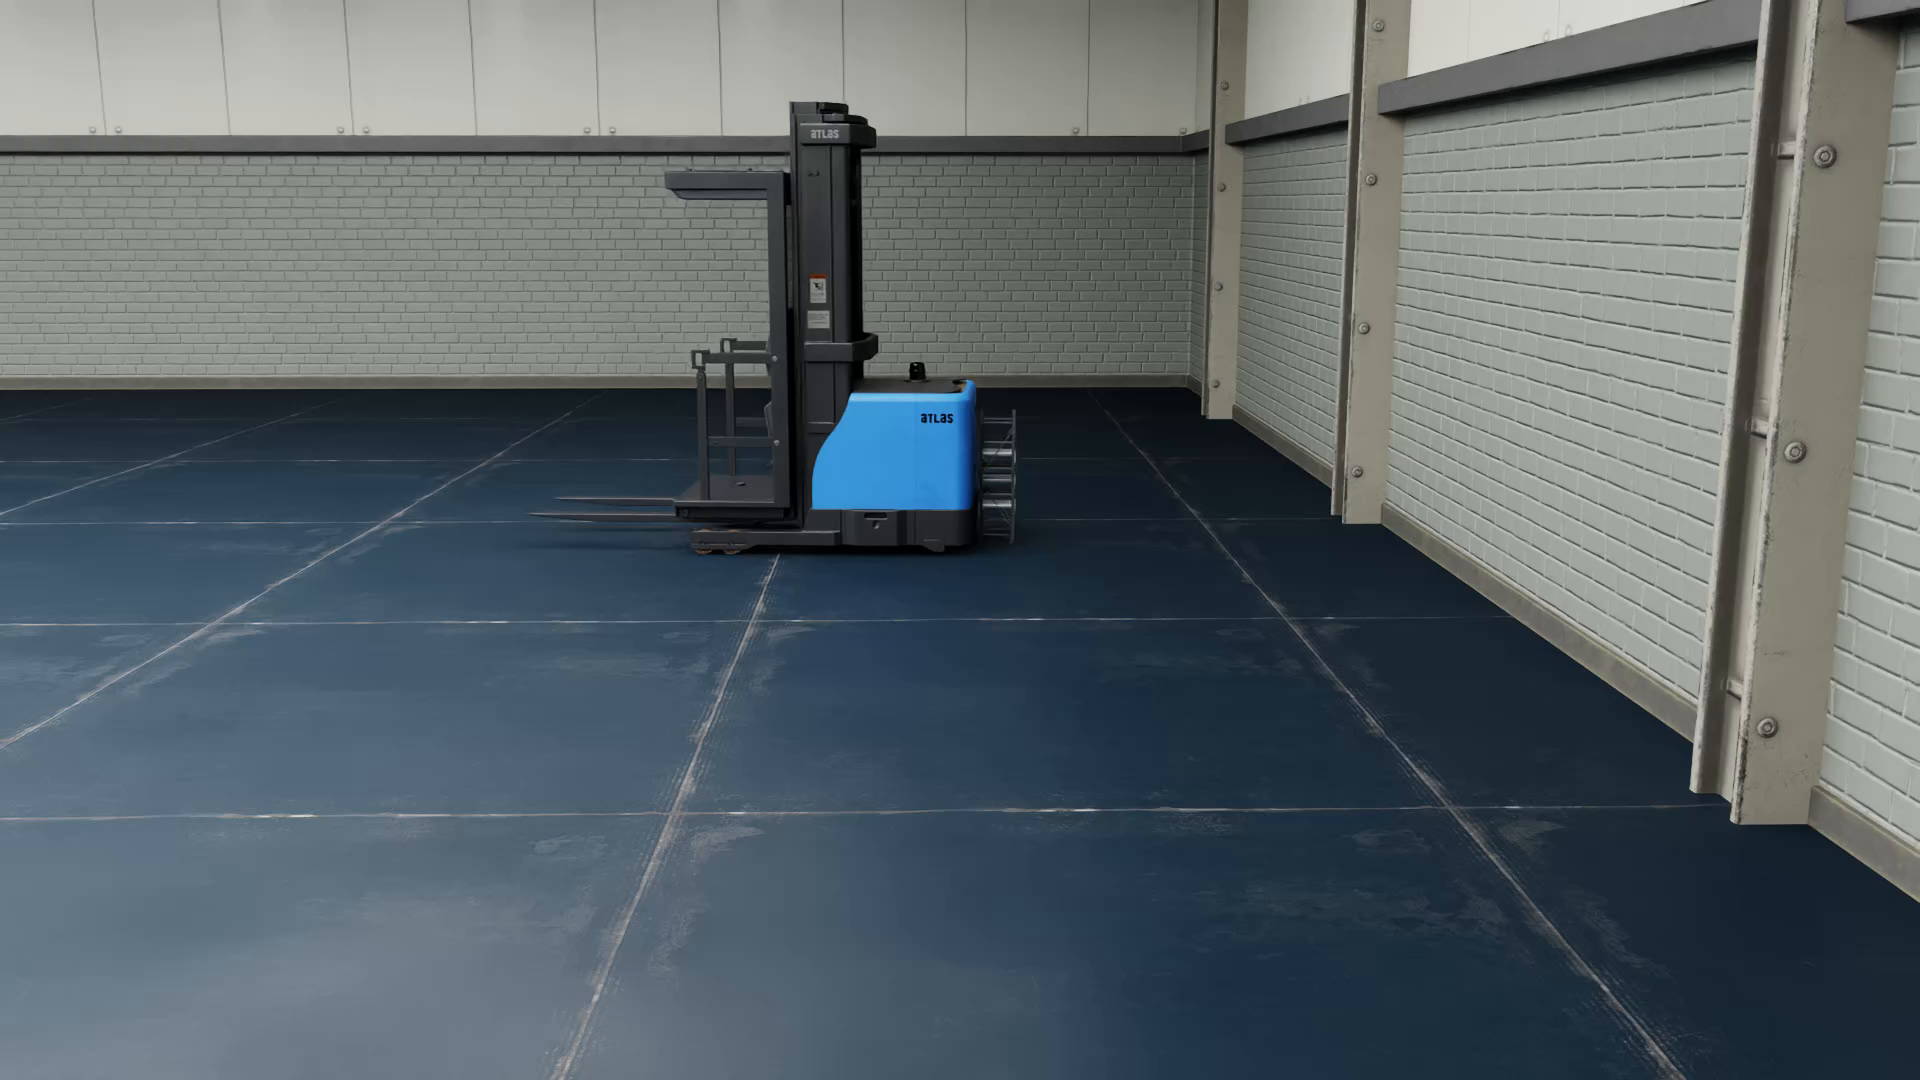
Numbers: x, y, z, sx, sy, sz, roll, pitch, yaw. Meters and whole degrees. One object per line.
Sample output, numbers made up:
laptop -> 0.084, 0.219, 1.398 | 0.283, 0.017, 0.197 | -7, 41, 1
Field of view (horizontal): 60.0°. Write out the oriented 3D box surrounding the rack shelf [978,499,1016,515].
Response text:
rack shelf -> 0.257, -0.229, 11.495 | 0.258, 0.077, 0.200 | 1, 11, 3

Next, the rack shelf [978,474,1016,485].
rack shelf -> 0.258, -0.406, 11.460 | 0.258, 0.077, 0.200 | 1, 11, 3

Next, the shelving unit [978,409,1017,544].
shelving unit -> 0.258, -0.438, 11.453 | 0.258, 0.900, 0.210 | 1, 11, 3

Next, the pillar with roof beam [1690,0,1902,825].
pillar with roof beam -> -1.227, -3.360, 5.487 | 9.100, 9.000, 0.400 | 0, 11, -1

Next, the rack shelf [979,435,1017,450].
rack shelf -> 0.259, -0.670, 11.406 | 0.258, 0.077, 0.200 | 1, 11, 3

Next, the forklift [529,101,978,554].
forklift -> -1.405, -1.445, 11.308 | 3.031, 2.935, 1.130 | 1, 11, 3

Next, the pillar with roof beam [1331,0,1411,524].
pillar with roof beam -> -1.351, -4.552, 11.366 | 9.100, 9.000, 0.400 | 0, 11, -1

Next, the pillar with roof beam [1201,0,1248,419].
pillar with roof beam -> -1.475, -5.745, 17.244 | 9.100, 9.000, 0.400 | 0, 11, -1

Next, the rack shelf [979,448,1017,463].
rack shelf -> 0.259, -0.582, 11.424 | 0.258, 0.077, 0.200 | 1, 11, 3

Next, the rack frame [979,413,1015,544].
rack frame -> 0.253, -0.418, 11.353 | 0.240, 0.900, 0.006 | 1, 11, 3

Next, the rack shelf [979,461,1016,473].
rack shelf -> 0.258, -0.494, 11.442 | 0.258, 0.077, 0.200 | 1, 11, 3

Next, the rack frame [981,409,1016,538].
rack frame -> 0.263, -0.458, 11.552 | 0.240, 0.900, 0.006 | 1, 11, 3

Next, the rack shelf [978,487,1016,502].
rack shelf -> 0.257, -0.317, 11.477 | 0.258, 0.077, 0.200 | 1, 11, 3
